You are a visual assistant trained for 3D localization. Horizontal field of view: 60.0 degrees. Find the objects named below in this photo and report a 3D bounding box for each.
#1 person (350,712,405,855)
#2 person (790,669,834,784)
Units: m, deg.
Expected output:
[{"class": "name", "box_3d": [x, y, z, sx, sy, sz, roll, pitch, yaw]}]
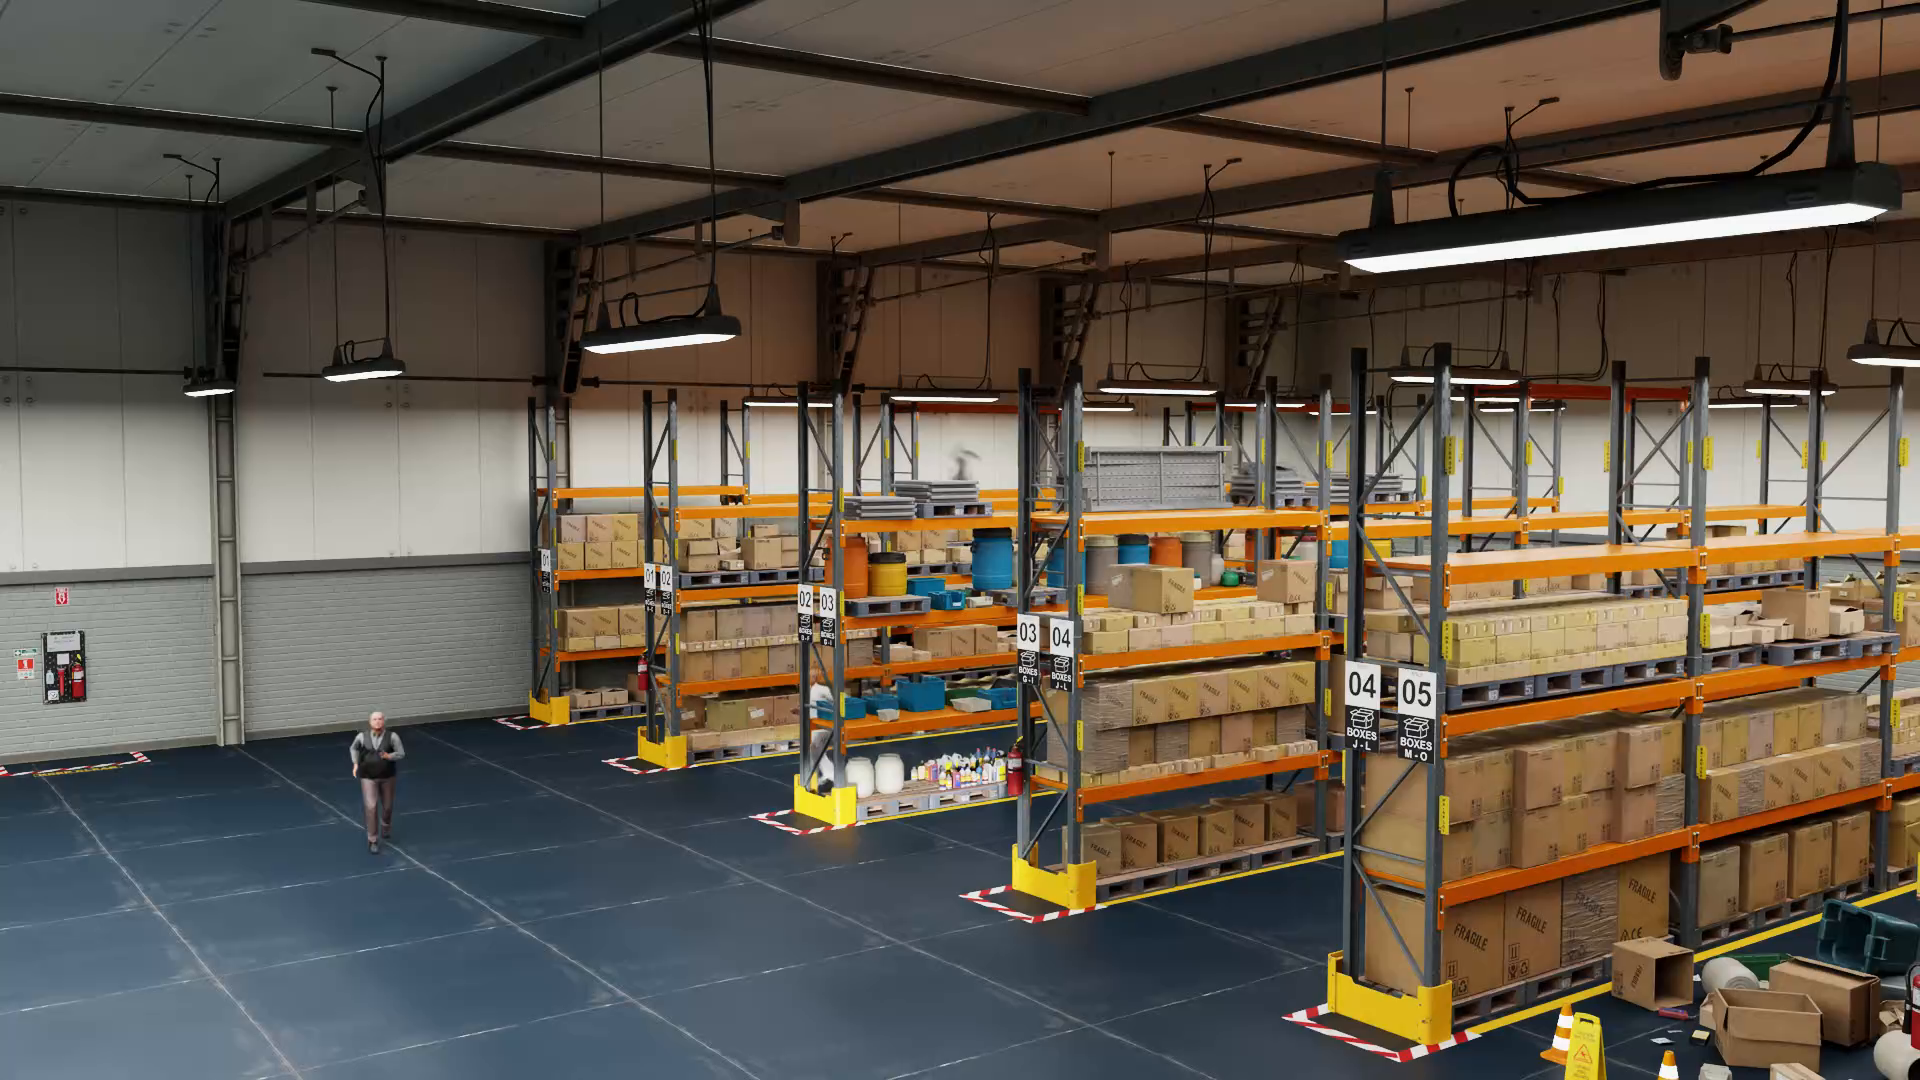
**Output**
[{"class": "person", "box_3d": [-7.375, 3.033, 21.078, 0.650, 1.716, 0.956, -1, 4, -21]}, {"class": "person", "box_3d": [-2.128, 2.823, 24.580, 0.825, 1.852, 0.752, -3, 4, -37]}]
